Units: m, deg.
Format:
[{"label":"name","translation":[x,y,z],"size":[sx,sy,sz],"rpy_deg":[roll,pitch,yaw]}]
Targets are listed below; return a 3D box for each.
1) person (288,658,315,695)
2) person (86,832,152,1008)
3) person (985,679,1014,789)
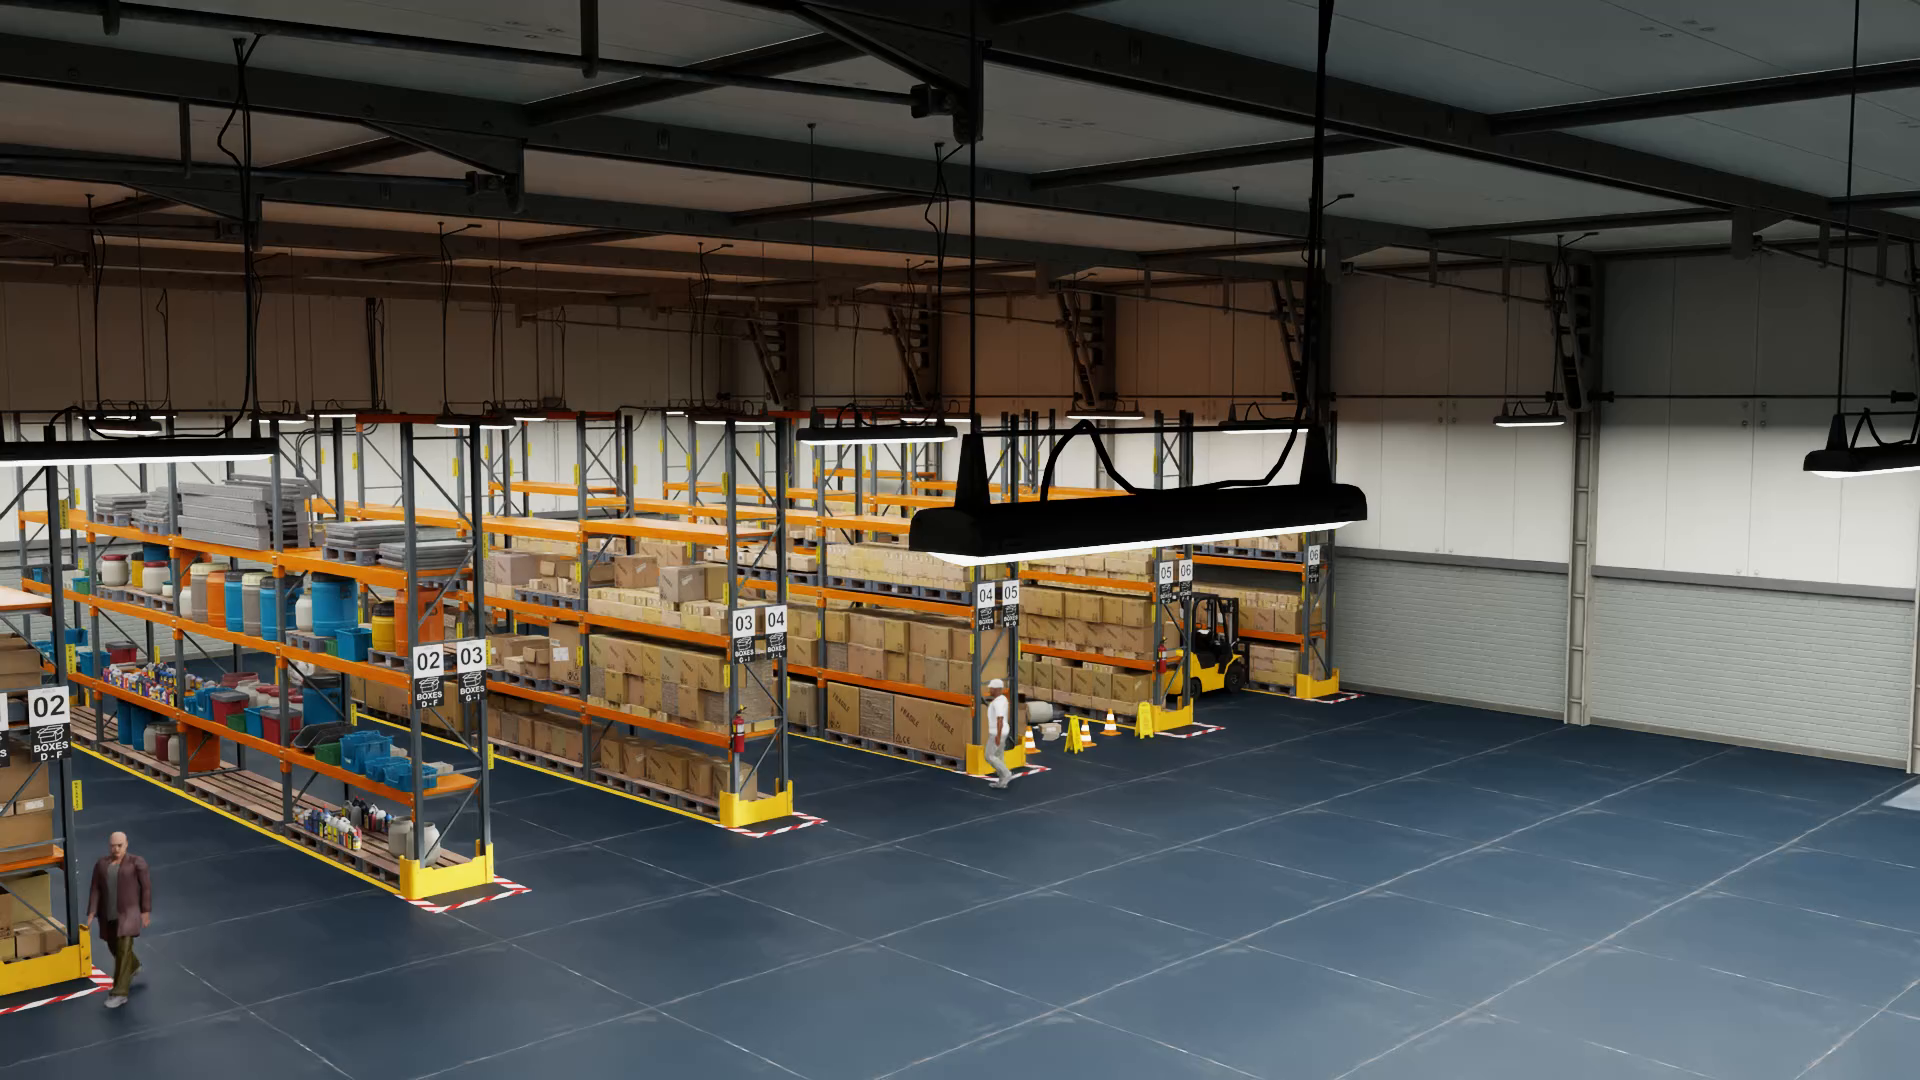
[{"label":"person","translation":[-12.666,2.714,32.008],"size":[0.606,1.683,0.725],"rpy_deg":[-4,6,-35]},{"label":"person","translation":[-8.853,3.935,17.480],"size":[0.584,1.738,1.061],"rpy_deg":[0,5,1]},{"label":"person","translation":[0.650,3.118,26.759],"size":[0.472,1.759,0.616],"rpy_deg":[1,5,10]}]
